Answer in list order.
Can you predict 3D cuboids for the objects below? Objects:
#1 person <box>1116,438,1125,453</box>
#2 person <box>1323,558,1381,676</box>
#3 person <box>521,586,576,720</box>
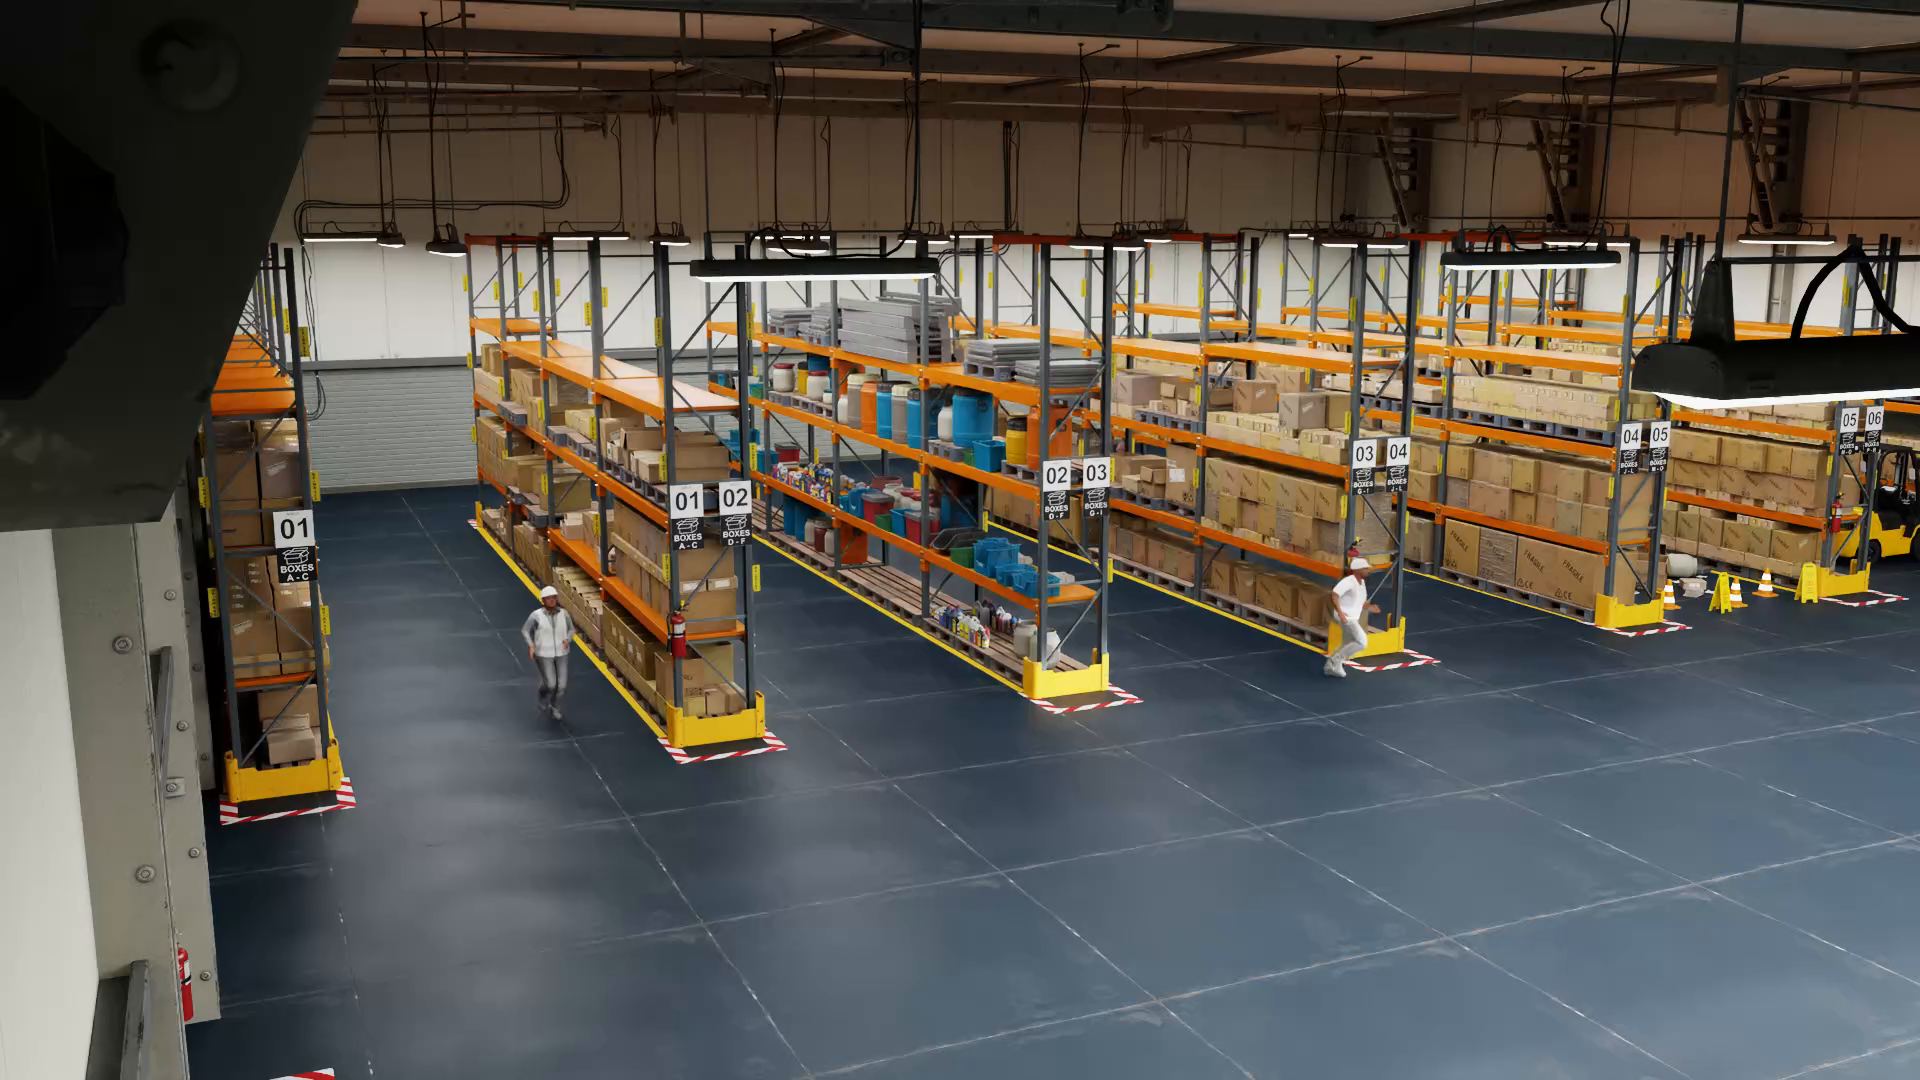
[{"bbox_3d":[4.193,-2.534,41.880,0.685,1.620,0.591,-3,11,-17],"label":"person"},{"bbox_3d":[5.455,1.079,23.155,0.722,1.693,0.711,6,13,29],"label":"person"},{"bbox_3d":[-5.166,1.452,21.101,0.658,1.731,0.533,-6,13,-30],"label":"person"}]
